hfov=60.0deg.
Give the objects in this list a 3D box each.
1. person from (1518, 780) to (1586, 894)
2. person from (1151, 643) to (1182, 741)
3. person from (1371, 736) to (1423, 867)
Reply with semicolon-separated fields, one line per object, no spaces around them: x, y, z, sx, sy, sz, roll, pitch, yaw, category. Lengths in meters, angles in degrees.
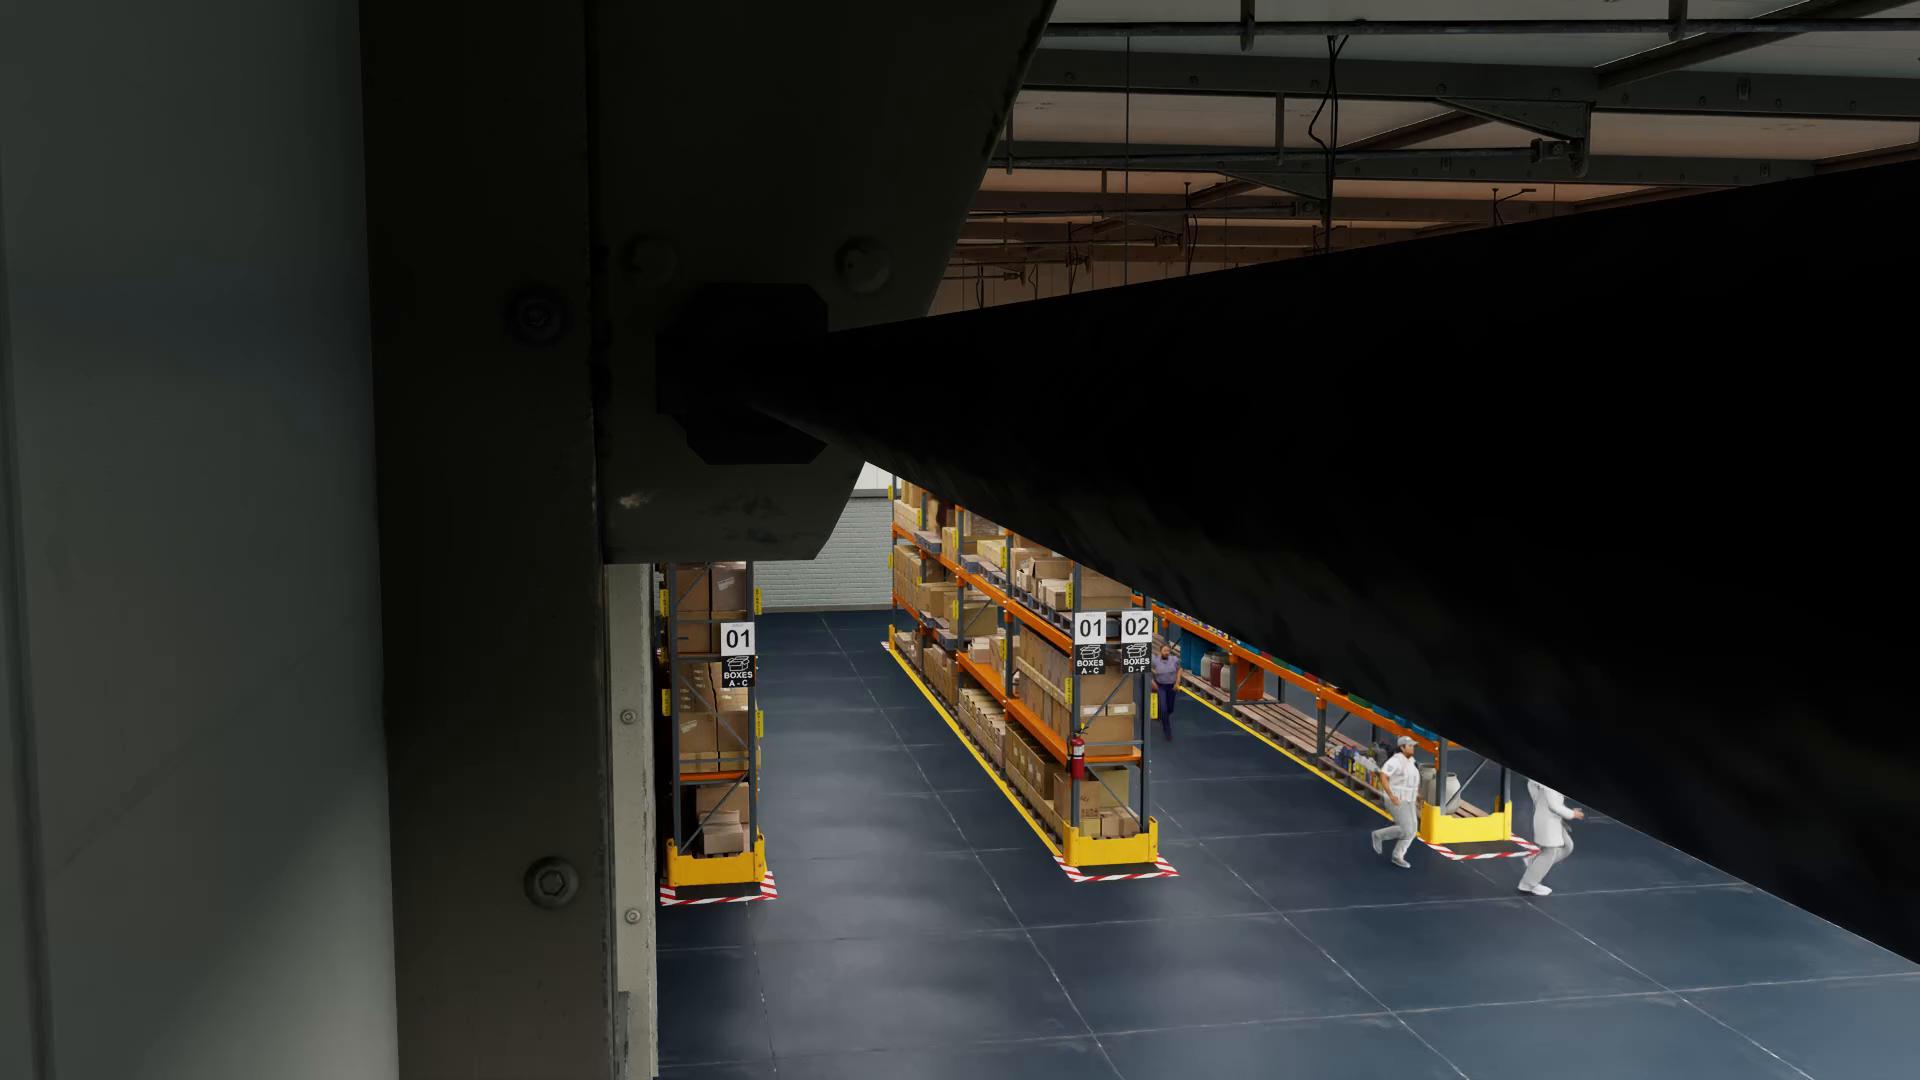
7.018;3.341;19.693;0.715;1.733;0.685;2;6;16;person
3.426;2.530;28.053;0.609;1.646;0.882;-1;6;-11;person
5.581;3.273;21.020;0.651;1.596;0.547;-6;8;-43;person
